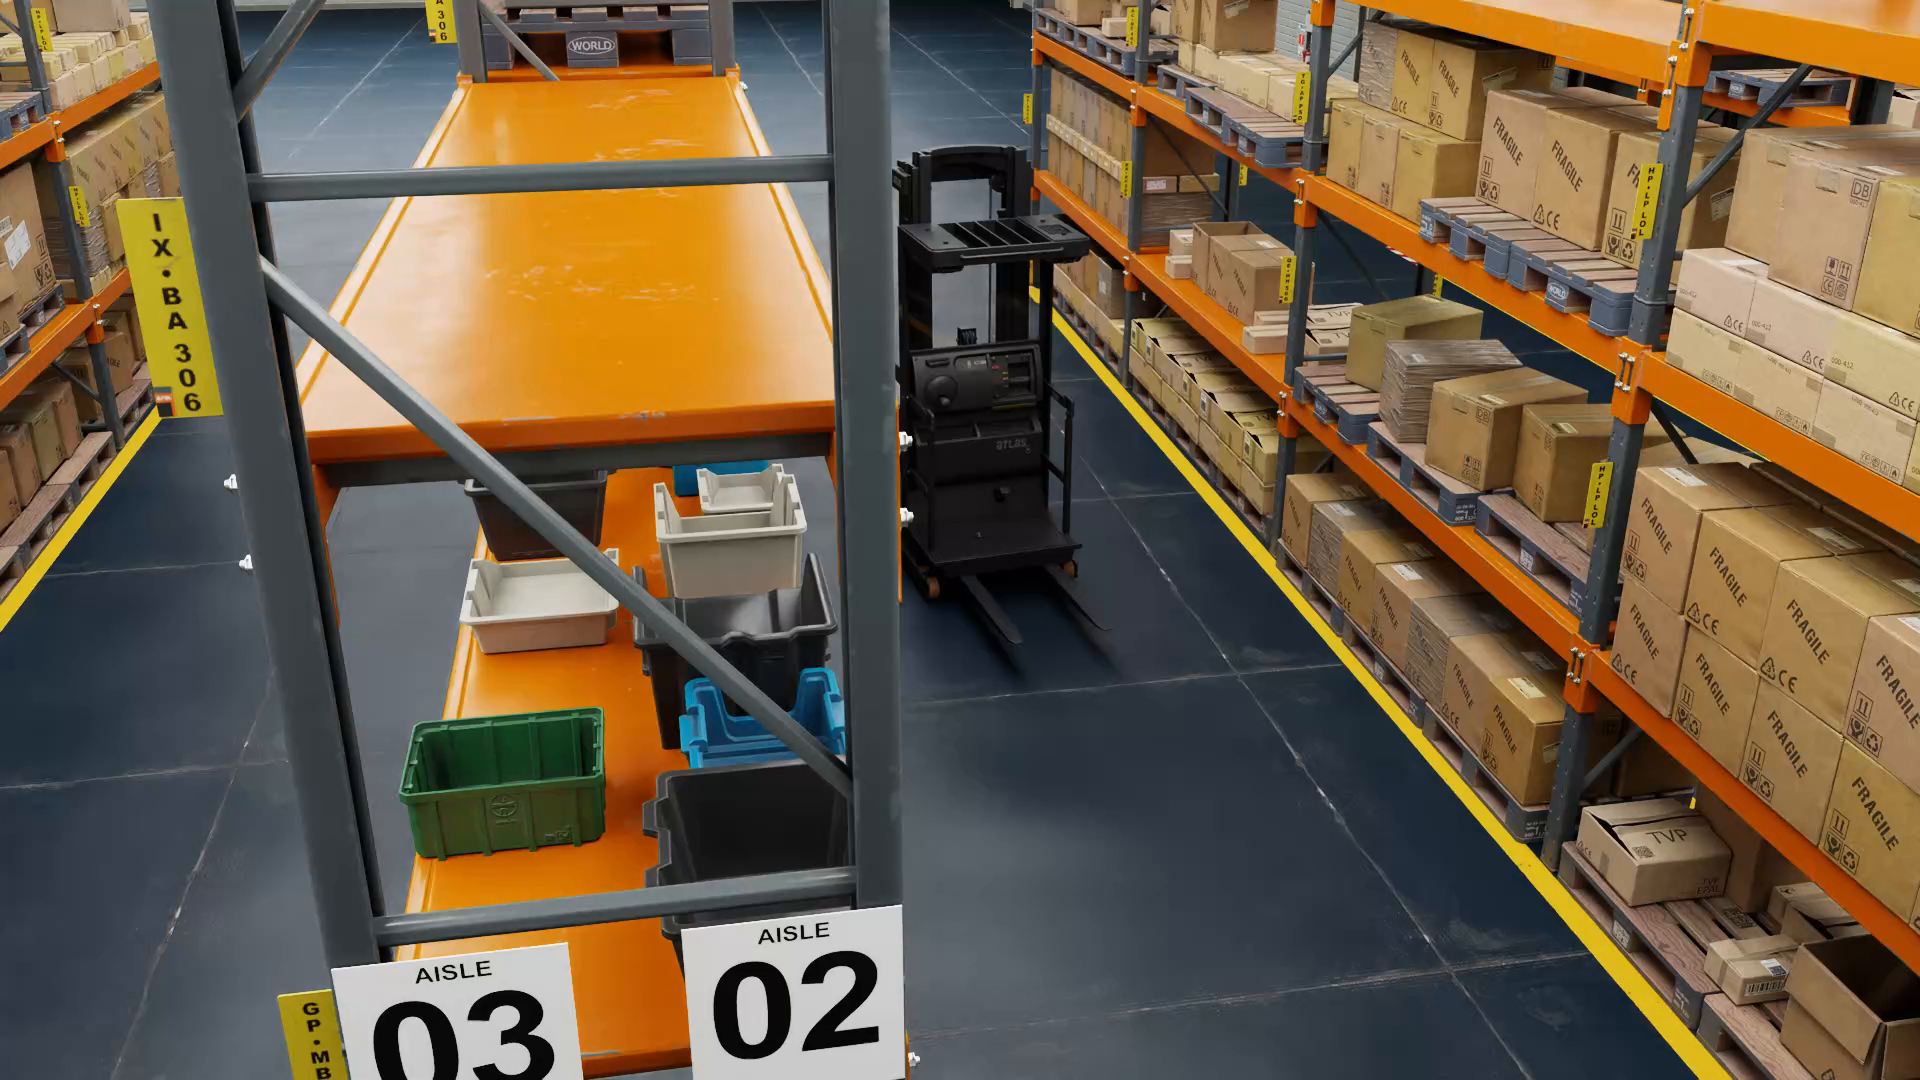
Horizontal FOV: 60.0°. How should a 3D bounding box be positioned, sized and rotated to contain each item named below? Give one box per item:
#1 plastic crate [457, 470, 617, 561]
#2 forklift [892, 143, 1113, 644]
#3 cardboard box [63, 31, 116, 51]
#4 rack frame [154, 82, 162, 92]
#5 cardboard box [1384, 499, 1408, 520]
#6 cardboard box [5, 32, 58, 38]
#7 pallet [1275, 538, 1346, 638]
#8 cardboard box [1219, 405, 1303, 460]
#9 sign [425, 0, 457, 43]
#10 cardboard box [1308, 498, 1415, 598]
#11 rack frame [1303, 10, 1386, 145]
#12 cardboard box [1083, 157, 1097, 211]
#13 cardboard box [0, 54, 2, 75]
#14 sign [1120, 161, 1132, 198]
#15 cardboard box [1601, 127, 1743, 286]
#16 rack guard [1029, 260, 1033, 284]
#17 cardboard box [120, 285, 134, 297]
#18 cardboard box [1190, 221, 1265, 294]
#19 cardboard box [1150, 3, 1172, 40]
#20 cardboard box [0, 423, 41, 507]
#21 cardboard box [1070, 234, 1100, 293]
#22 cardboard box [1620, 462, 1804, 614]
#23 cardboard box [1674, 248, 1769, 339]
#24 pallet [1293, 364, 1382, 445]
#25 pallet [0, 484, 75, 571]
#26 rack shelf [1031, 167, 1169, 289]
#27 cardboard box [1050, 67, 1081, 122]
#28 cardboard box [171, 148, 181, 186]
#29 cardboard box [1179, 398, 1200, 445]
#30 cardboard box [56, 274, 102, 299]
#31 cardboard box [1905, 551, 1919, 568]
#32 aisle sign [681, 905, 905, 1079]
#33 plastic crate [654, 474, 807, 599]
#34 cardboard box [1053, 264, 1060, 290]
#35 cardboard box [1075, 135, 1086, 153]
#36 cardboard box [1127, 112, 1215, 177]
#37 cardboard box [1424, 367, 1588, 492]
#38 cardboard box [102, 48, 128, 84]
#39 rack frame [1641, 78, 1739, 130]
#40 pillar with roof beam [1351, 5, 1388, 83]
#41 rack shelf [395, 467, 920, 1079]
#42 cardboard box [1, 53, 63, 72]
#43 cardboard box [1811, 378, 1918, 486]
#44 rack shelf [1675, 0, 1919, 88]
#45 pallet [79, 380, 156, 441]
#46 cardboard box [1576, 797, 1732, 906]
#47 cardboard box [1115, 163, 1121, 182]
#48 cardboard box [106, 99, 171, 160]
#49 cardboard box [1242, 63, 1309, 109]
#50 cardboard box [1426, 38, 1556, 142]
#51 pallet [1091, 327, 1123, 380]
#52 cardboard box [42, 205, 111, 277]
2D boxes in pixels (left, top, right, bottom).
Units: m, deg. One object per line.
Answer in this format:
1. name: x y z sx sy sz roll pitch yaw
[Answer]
1. plastic crate: -1.383 -0.159 5.524 0.497 0.269 0.590 -4 24 -10
2. forklift: 0.192 -1.105 11.361 1.130 2.935 3.031 -7 25 -16
3. cardboard box: -7.833 -4.485 14.956 0.380 0.149 0.250 -6 24 -12
4. rack frame: -8.430 -3.706 17.231 1.000 3.000 0.127 -4 24 -10
5. cardboard box: 3.189 0.003 11.311 0.500 0.500 0.500 -3 24 -8
6. cardboard box: -8.307 -4.461 14.900 0.380 0.149 0.250 -5 24 -10
7. pallet: 2.886 0.283 11.581 1.003 0.211 1.213 -4 24 -10
8. cardboard box: 2.344 -0.873 12.953 0.500 0.311 0.500 -5 24 -11
9. sign: -1.884 -1.966 6.013 0.100 0.325 0.005 -4 24 -10
10. cardboard box: 2.691 0.058 11.185 0.500 0.500 0.500 -5 24 -12
11. rack frame: 2.786 -4.041 10.501 1.000 3.000 0.127 -4 24 -10
12. cardboard box: 1.669 -3.691 17.070 0.700 0.500 0.500 -4 24 -8
13. cardboard box: -7.994 -3.840 13.479 0.380 0.149 0.250 -4 24 -9
14. sign: 1.501 -3.256 15.020 0.100 0.325 0.005 -4 24 -10
15. cardboard box: 3.504 -1.580 7.841 0.600 0.600 0.600 -7 24 -15
16. rack guard: 1.302 -3.302 19.429 1.175 0.500 0.348 -4 24 -10
17. cardboard box: -8.187 -2.274 16.550 0.500 0.500 0.500 2 24 4
18. cardboard box: 2.269 -2.400 14.115 0.500 0.500 0.500 -3 24 -6
19. cardboard box: 2.112 -4.885 15.594 0.500 0.311 0.500 -6 24 -13
20. cardboard box: -7.424 -0.537 12.548 0.700 0.500 0.500 -6 24 -14
21. cardboard box: 1.462 -2.897 17.351 0.500 0.500 0.500 -4 24 -10
22. cardboard box: 3.336 -0.016 7.407 0.500 0.500 0.500 -4 24 -8
23. cardboard box: 3.371 -1.043 6.949 0.500 0.250 0.500 -4 24 -10
24. pallet: 2.980 -0.942 11.142 1.213 0.211 1.003 -4 24 -10
25. pallet: -7.316 -0.068 12.385 1.003 0.211 1.213 -4 24 -10
26. rack shelf: 1.676 -3.322 17.249 1.077 0.370 4.000 -4 24 -10
27. cardboard box: 1.390 -4.873 18.157 0.700 0.500 0.500 -4 24 -10
28. cardboard box: -8.355 -3.670 16.652 0.875 0.500 0.500 -4 24 -10
29. cardboard box: 2.162 -1.015 13.980 0.500 0.250 0.500 -4 24 -9
30. cardboard box: -7.434 -2.125 13.924 0.380 0.149 0.250 -4 24 -10
31. cardboard box: 4.064 0.357 6.553 0.500 0.500 0.500 -4 24 -9
32. aisle sign: -0.299 1.035 3.126 0.394 0.787 0.004 -4 24 -10
33. plastic crate: -0.710 0.005 5.133 0.437 0.282 0.530 -4 24 -10
34. cardboard box: 1.283 -2.947 18.403 0.500 0.250 0.500 -4 24 -10
35. cardboard box: 1.407 -4.105 17.207 0.380 0.149 0.250 -5 24 -10
36. cardboard box: 1.958 -3.679 15.423 0.700 0.500 0.500 -4 24 -9
37. cardboard box: 3.138 -0.647 9.576 0.700 0.500 0.500 -11 26 -23
38. cardboard box: -7.811 -4.246 14.906 0.500 0.250 0.500 -5 24 -11
39. rack frame: 6.913 -3.233 16.147 1.000 3.000 0.127 -4 24 -10
40. pillar with roof beam: 1.813 -9.386 22.739 9.100 9.000 0.400 -4 24 -10
41. rack shelf: -0.974 0.389 5.006 1.077 0.370 4.000 -4 24 -10
42. cardboard box: -7.564 -3.872 13.552 0.380 0.149 0.250 -5 24 -12
43. cardboard box: 3.551 -0.421 6.148 0.500 0.250 0.500 -4 24 -10
44. rack shelf: 3.895 -1.349 5.242 1.077 0.370 4.000 -4 24 -10
45. pallet: -7.849 -1.117 14.786 1.003 0.211 1.213 -4 24 -10
46. cardboard box: 3.390 1.494 8.135 0.500 0.311 0.500 -4 24 -10
47. cardboard box: 1.690 -3.499 15.821 0.380 0.149 0.250 -5 24 -11
48. cardboard box: -7.987 -3.953 16.049 0.500 0.500 0.500 -4 24 -10
49. cardboard box: 2.437 -3.395 12.433 0.500 0.250 0.500 -5 24 -11
50. cardboard box: 3.049 -2.597 9.569 0.500 0.500 0.500 -4 24 -10
51. pallet: 1.940 -1.903 16.586 1.003 0.211 1.213 -4 24 -10
52. cardboard box: -7.713 -2.497 13.965 0.875 0.500 0.500 -4 24 -10
